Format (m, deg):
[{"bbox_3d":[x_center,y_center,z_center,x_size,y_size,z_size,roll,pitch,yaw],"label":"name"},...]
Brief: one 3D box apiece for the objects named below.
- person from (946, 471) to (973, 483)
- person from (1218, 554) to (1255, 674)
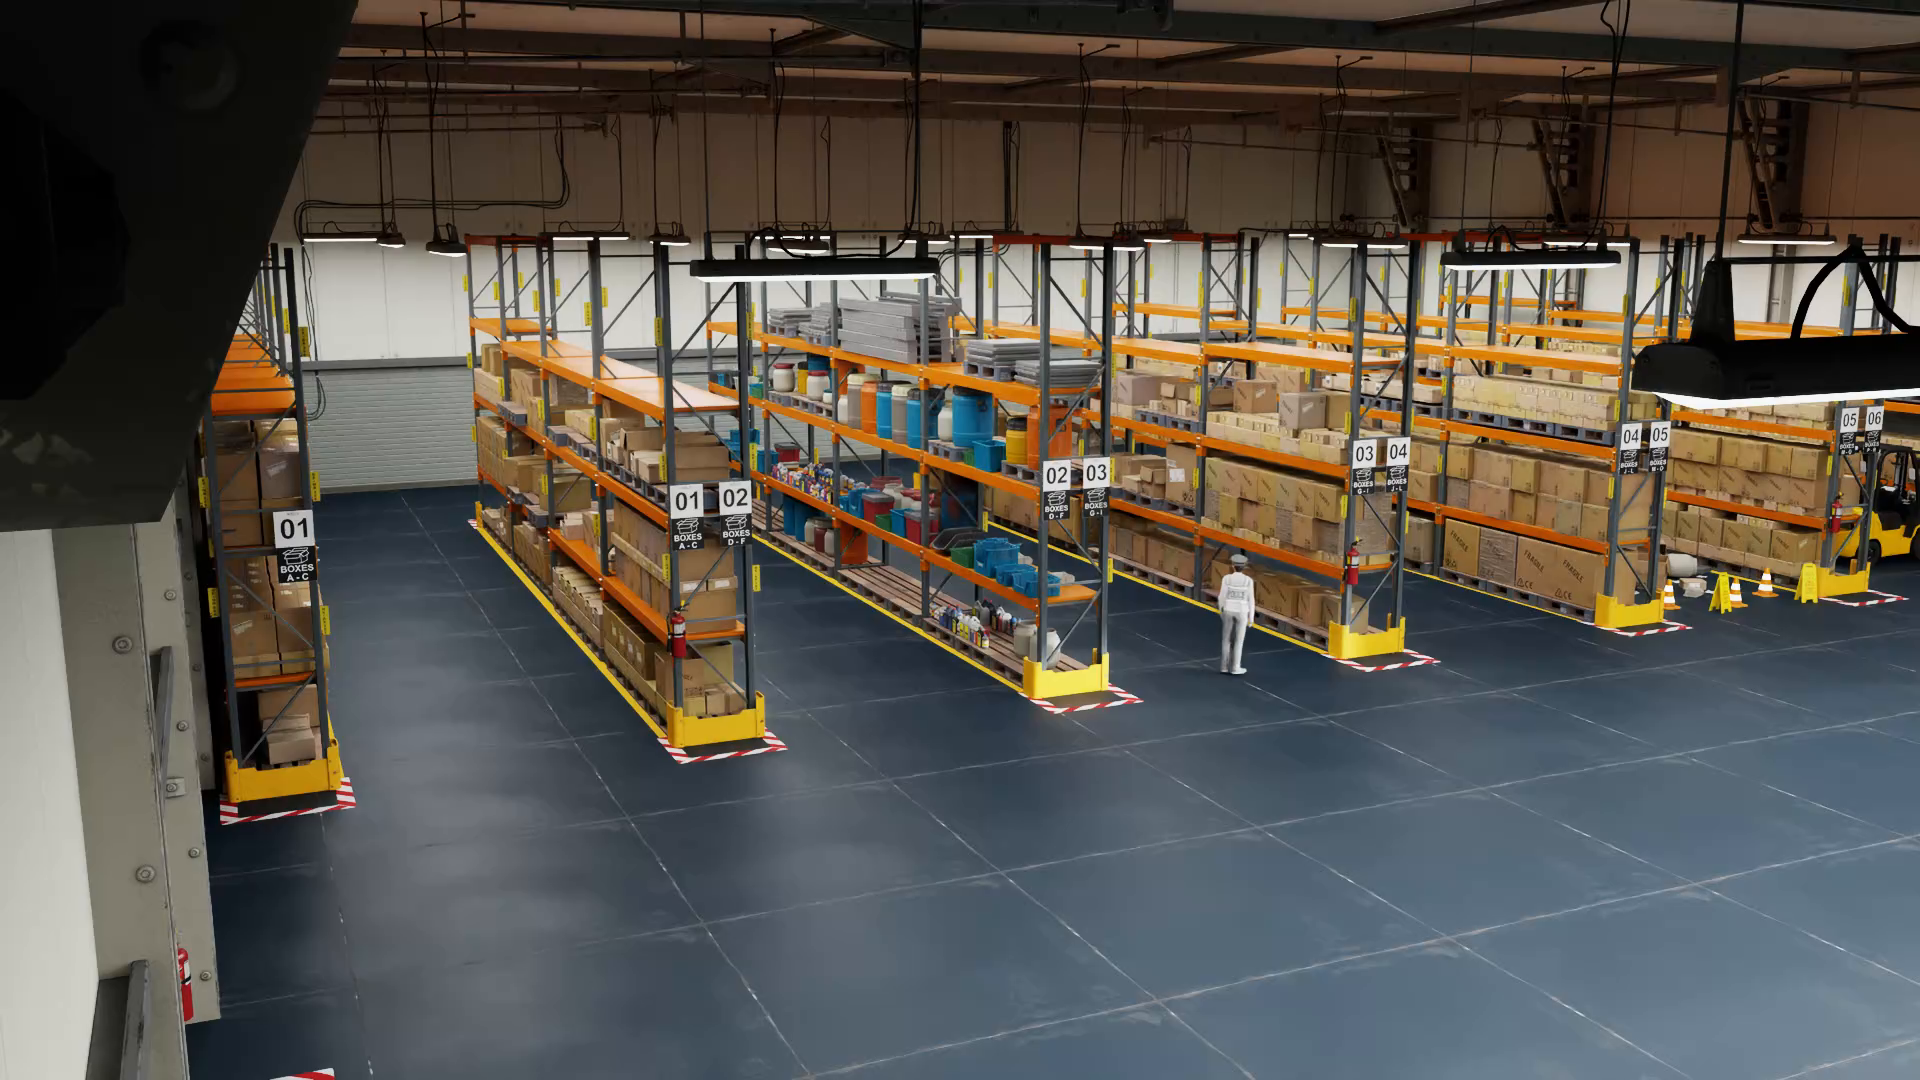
[{"bbox_3d":[0.017,-1.033,33.800,0.624,1.743,0.962,-4,12,-18],"label":"person"},{"bbox_3d":[3.870,1.053,23.295,0.504,1.687,0.337,3,11,16],"label":"person"}]
